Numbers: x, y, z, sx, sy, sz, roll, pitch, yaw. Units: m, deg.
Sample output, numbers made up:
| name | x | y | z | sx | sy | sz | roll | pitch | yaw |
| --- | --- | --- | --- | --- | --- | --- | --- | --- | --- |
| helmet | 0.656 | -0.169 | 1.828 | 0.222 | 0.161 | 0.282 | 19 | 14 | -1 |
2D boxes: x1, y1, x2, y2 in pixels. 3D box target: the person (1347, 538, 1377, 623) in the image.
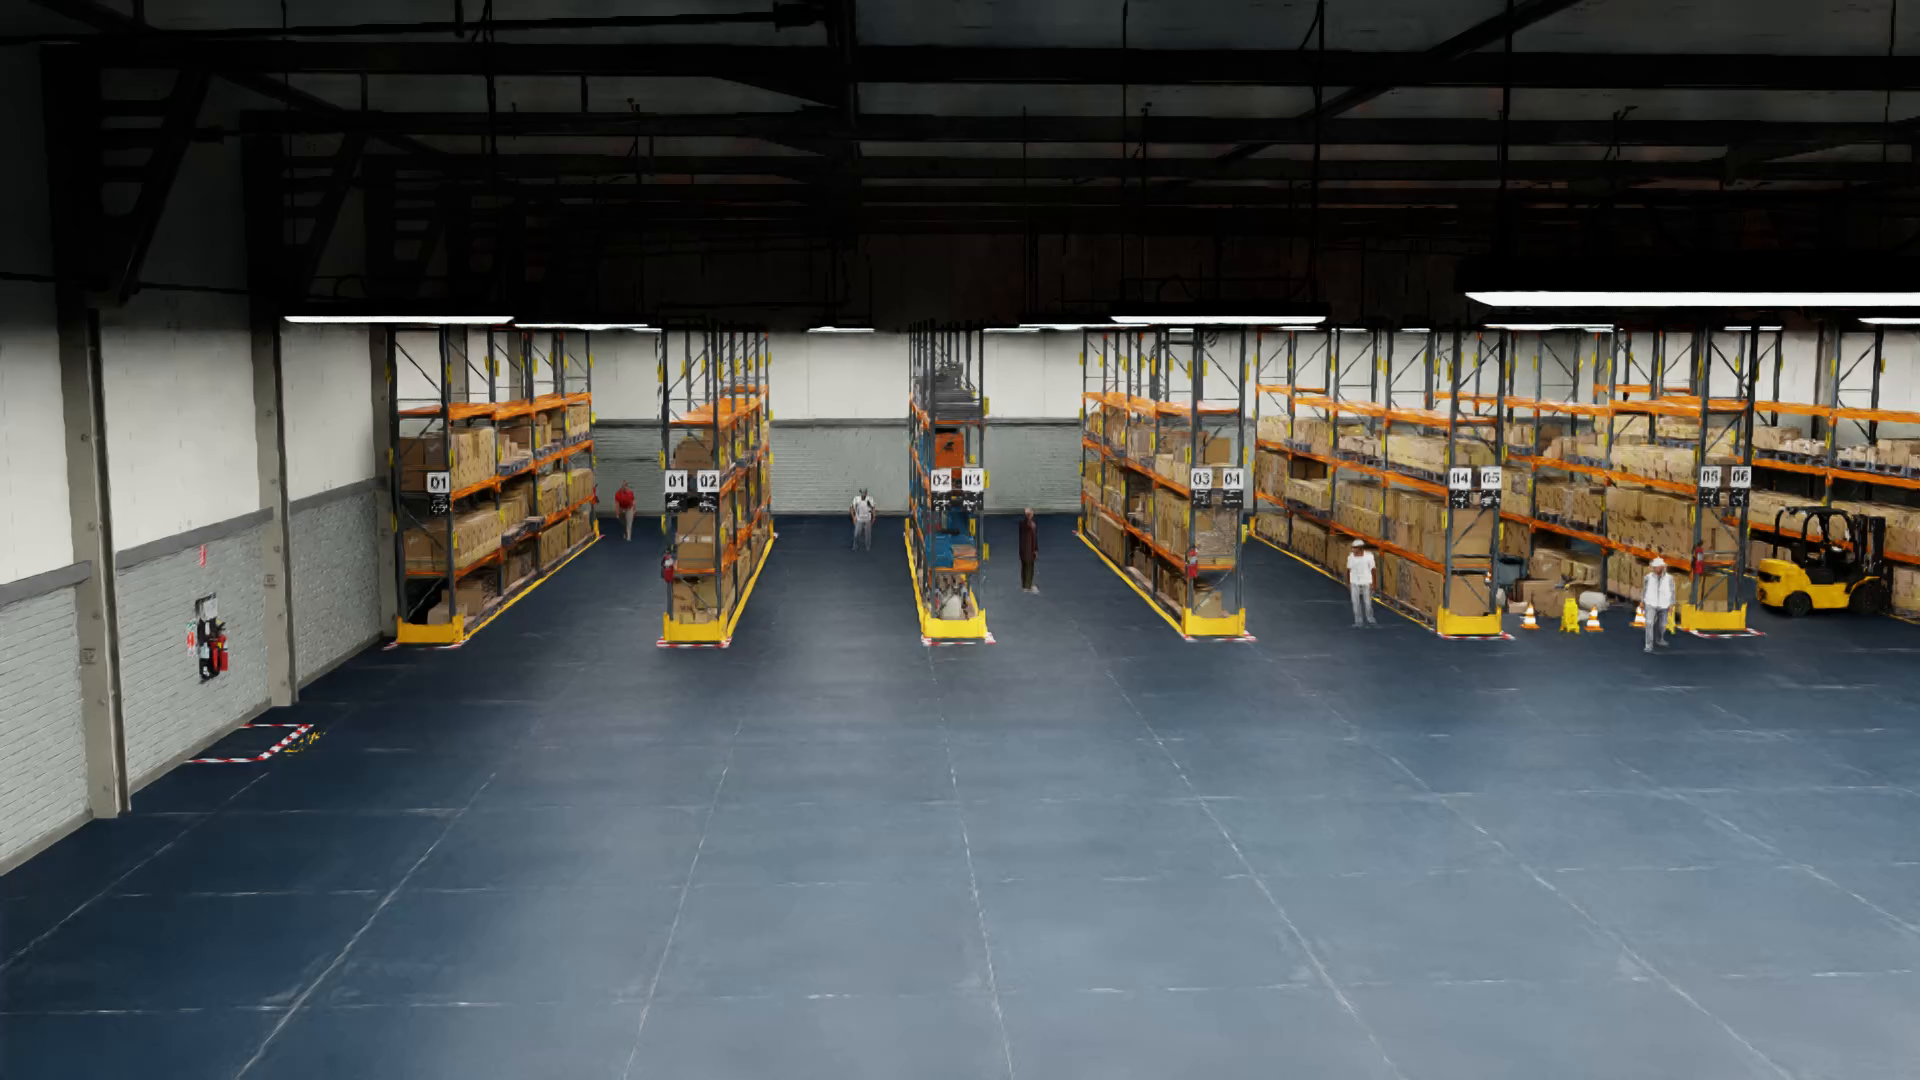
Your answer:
| name | x | y | z | sx | sy | sz | roll | pitch | yaw |
| --- | --- | --- | --- | --- | --- | --- | --- | --- | --- |
| person | 7.895 | 0.798 | 32.664 | 0.611 | 1.692 | 0.566 | 4 | 8 | 32 |

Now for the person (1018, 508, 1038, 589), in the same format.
| name | x | y | z | sx | sy | sz | roll | pitch | yaw |
| --- | --- | --- | --- | --- | --- | --- | --- | --- | --- |
| person | 1.428 | 0.161 | 35.243 | 0.377 | 1.704 | 0.652 | -4 | 8 | -29 |

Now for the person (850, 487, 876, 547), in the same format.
| name | x | y | z | sx | sy | sz | roll | pitch | yaw |
| --- | --- | --- | --- | --- | --- | --- | --- | --- | --- |
| person | -2.564 | -0.600 | 44.037 | 0.682 | 1.633 | 0.528 | -1 | 7 | -4 |

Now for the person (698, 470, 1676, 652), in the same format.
| name | x | y | z | sx | sy | sz | roll | pitch | yaw |
| --- | --- | --- | --- | --- | --- | --- | --- | --- | --- |
| person | 4.094 | 0.331 | 30.844 | 17.385 | 3.192 | 4.637 | 2 | 7 | 17 |

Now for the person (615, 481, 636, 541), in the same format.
| name | x | y | z | sx | sy | sz | roll | pitch | yaw |
| --- | --- | --- | --- | --- | --- | --- | --- | --- | --- |
| person | -9.340 | -0.830 | 46.329 | 0.542 | 1.645 | 1.126 | 0 | 7 | -1 |
